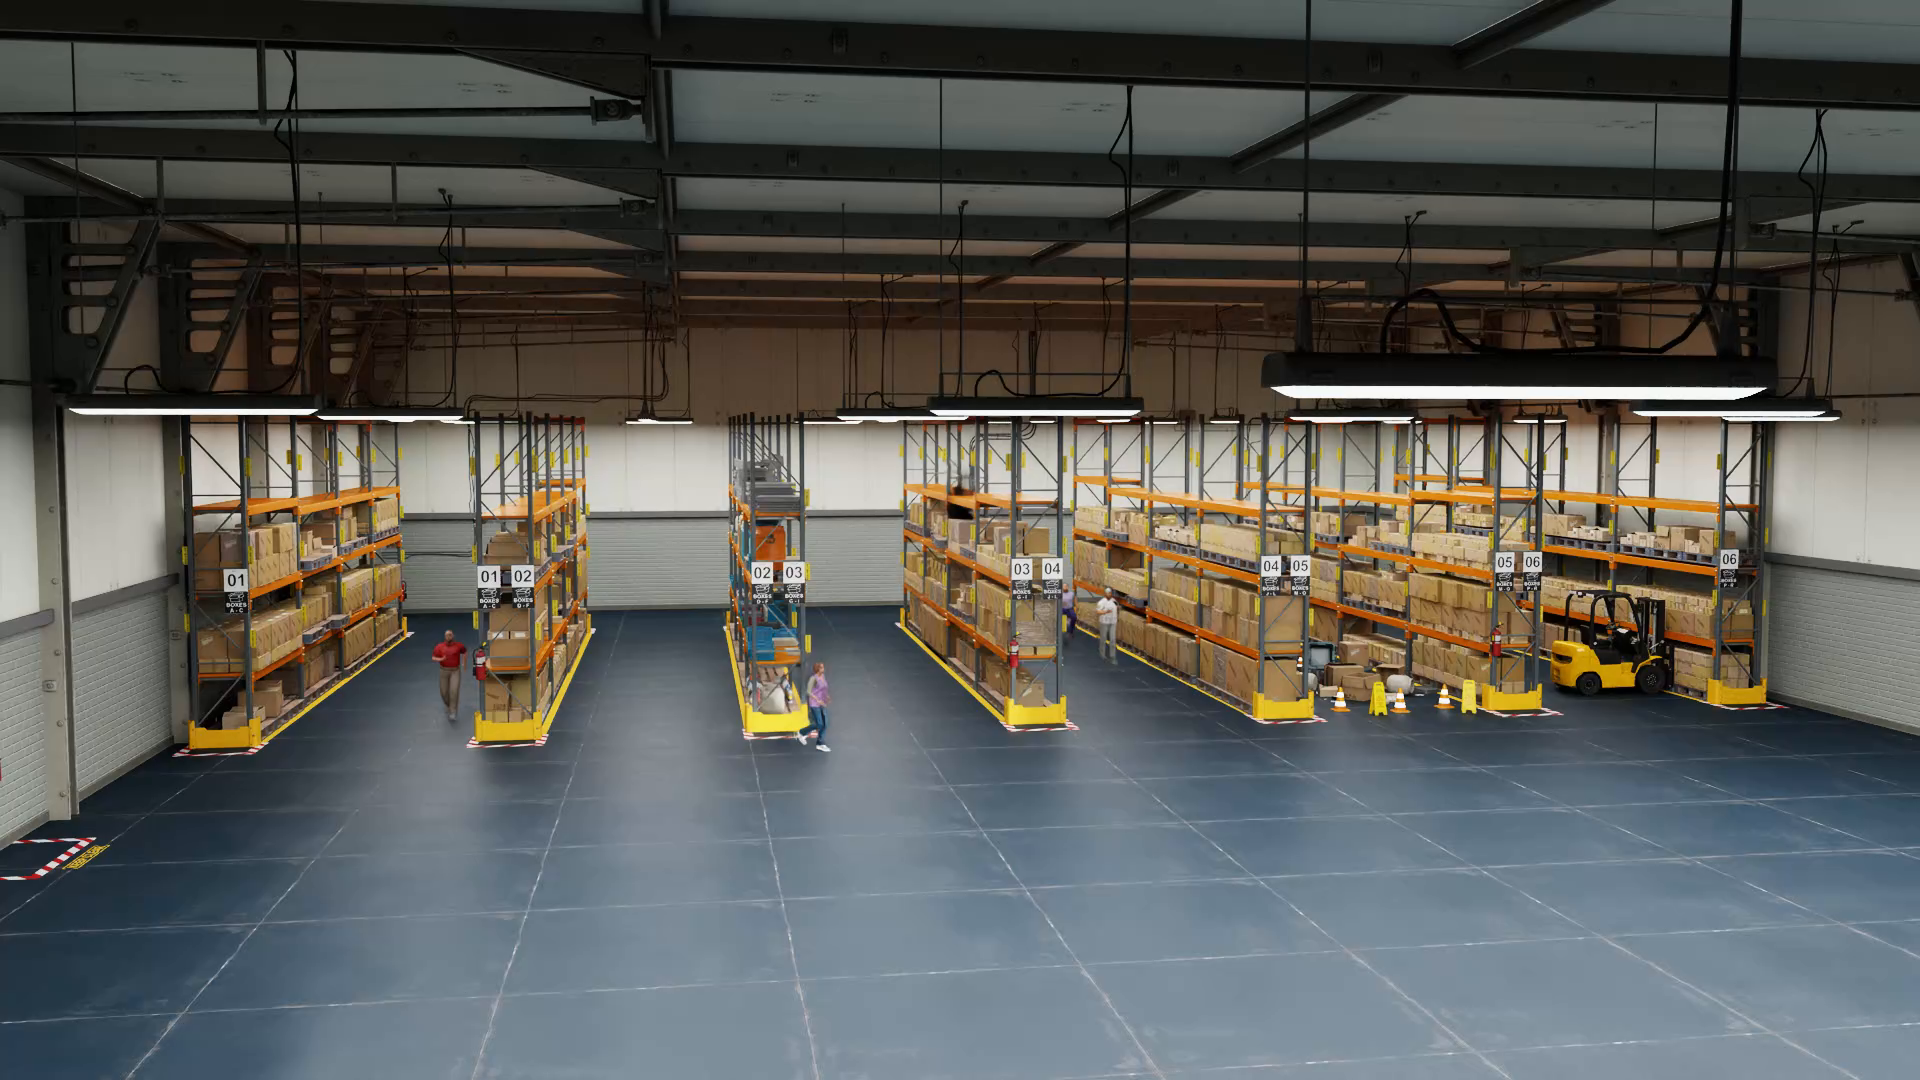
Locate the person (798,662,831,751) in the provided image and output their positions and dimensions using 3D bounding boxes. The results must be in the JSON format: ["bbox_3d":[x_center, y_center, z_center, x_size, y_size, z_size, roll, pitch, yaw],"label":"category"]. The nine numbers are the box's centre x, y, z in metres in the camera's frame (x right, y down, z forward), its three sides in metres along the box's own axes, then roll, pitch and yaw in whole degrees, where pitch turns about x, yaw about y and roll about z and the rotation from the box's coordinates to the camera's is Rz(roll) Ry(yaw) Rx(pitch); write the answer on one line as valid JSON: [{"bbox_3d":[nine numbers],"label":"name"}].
[{"bbox_3d":[-2.566,2.942,29.501,0.620,1.586,0.565,2,4,25],"label":"person"}]

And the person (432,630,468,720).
[{"bbox_3d":[-10.017,2.619,32.655,0.662,1.715,0.987,-1,4,-12],"label":"person"}]

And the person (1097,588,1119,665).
[{"bbox_3d":[3.447,1.994,38.605,0.585,1.767,0.684,-1,4,-13],"label":"person"}]

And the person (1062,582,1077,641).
[{"bbox_3d":[2.784,1.916,43.544,0.611,1.608,0.999,0,4,-4],"label":"person"}]

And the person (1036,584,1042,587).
[{"bbox_3d":[2.092,1.628,47.602,0.762,1.713,0.640,0,4,-6],"label":"person"}]
